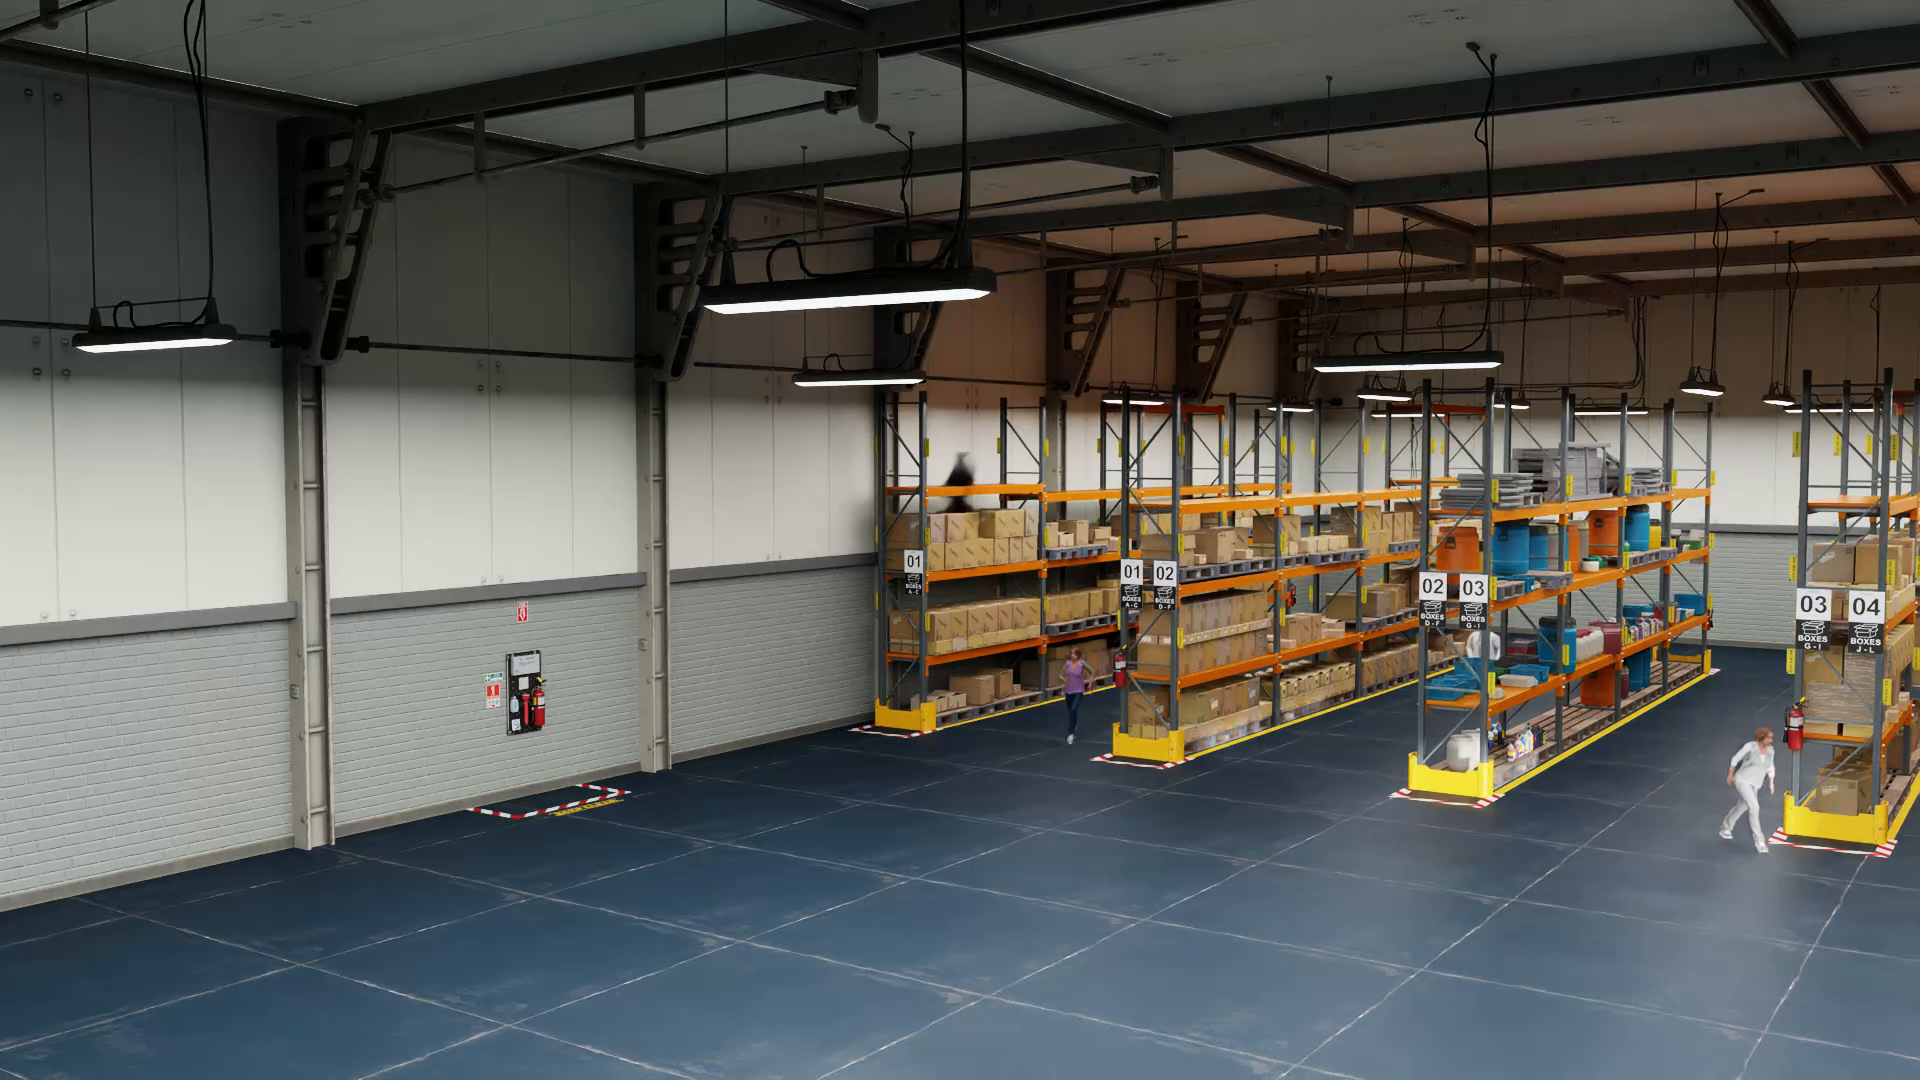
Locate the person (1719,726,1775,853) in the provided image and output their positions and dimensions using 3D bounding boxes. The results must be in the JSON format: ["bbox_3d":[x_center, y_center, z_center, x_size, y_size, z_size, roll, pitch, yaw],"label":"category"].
[{"bbox_3d":[9.942,3.068,20.862,0.448,1.518,0.876,-1,3,-17],"label":"person"}]

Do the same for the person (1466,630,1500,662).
[{"bbox_3d":[10.001,2.347,31.800,0.699,1.658,0.602,2,4,34],"label":"person"}]

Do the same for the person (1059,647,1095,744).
[{"bbox_3d":[1.995,2.623,28.398,0.581,1.616,0.843,1,3,23],"label":"person"}]
